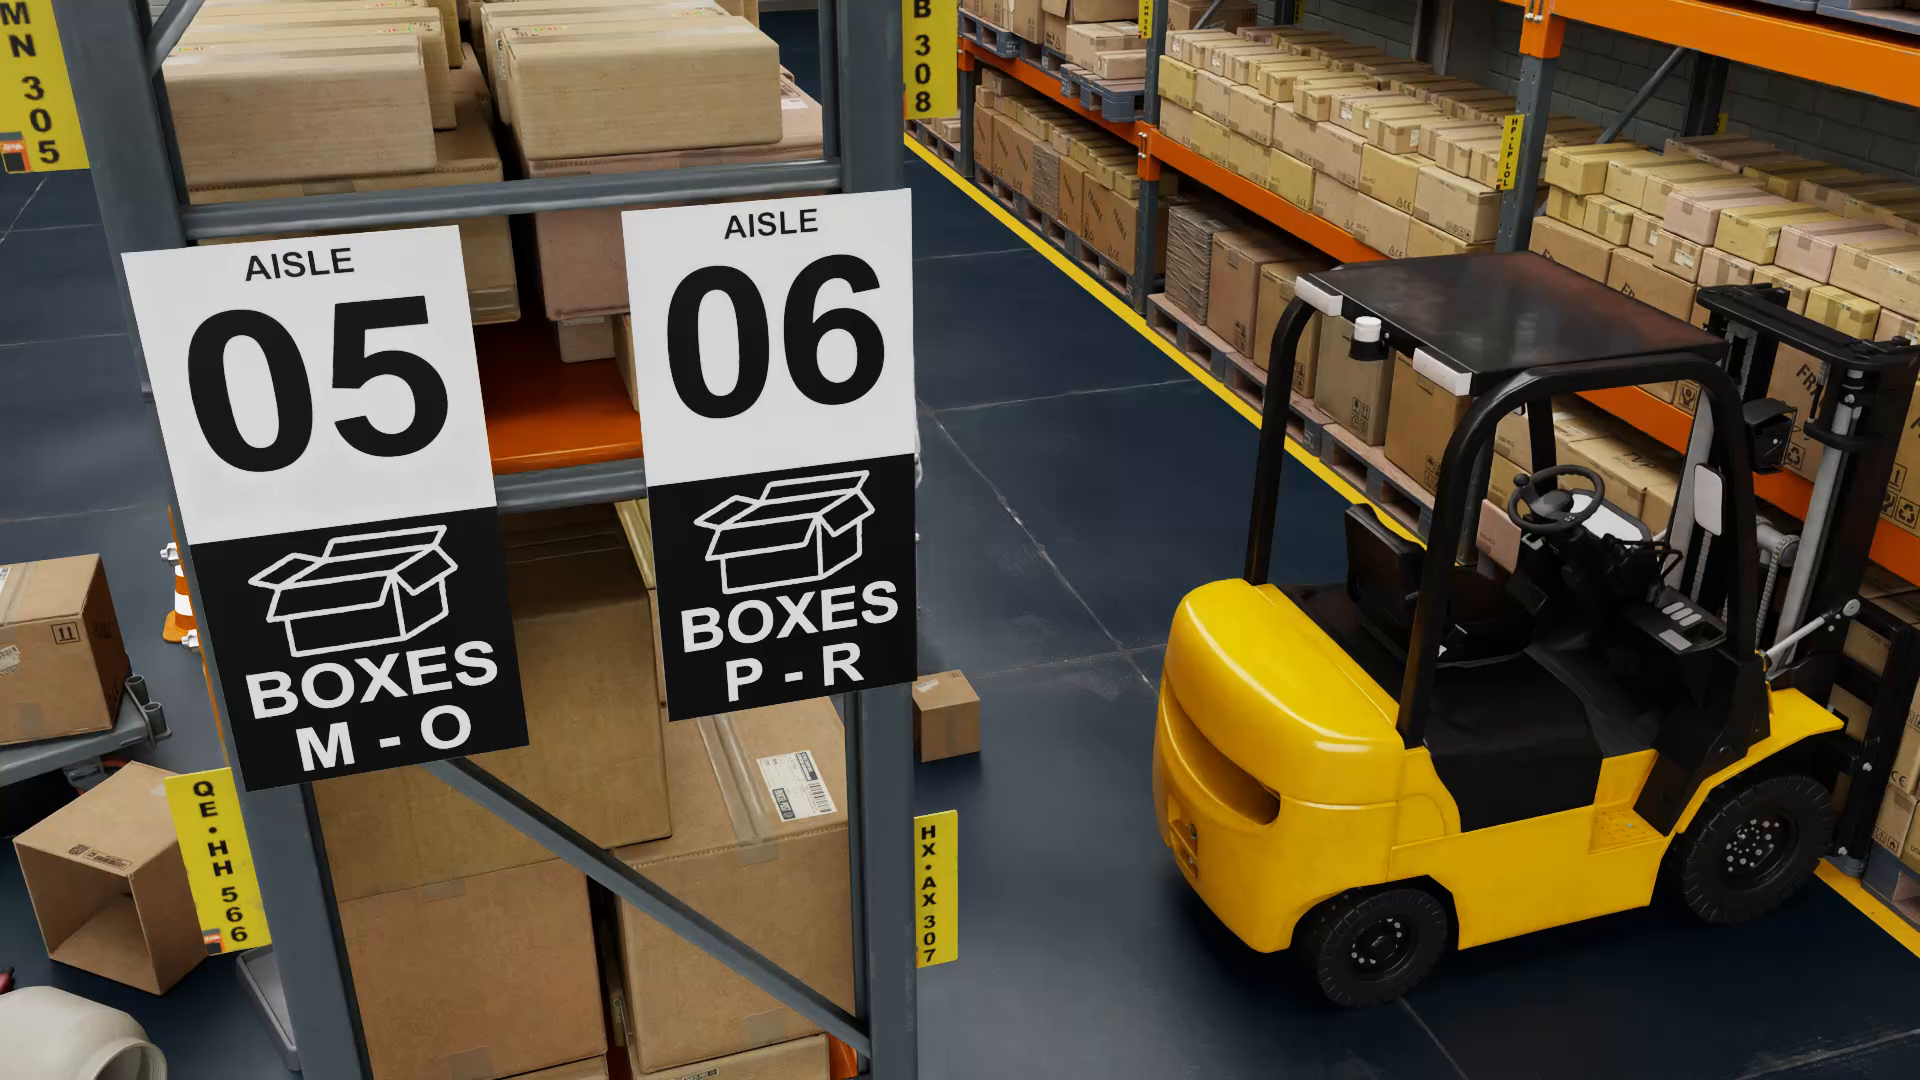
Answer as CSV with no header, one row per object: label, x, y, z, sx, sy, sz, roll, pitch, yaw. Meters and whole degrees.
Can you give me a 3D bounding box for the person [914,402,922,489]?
person,-0.440,-0.350,7.327,0.508,1.715,0.577,-7,27,-14
